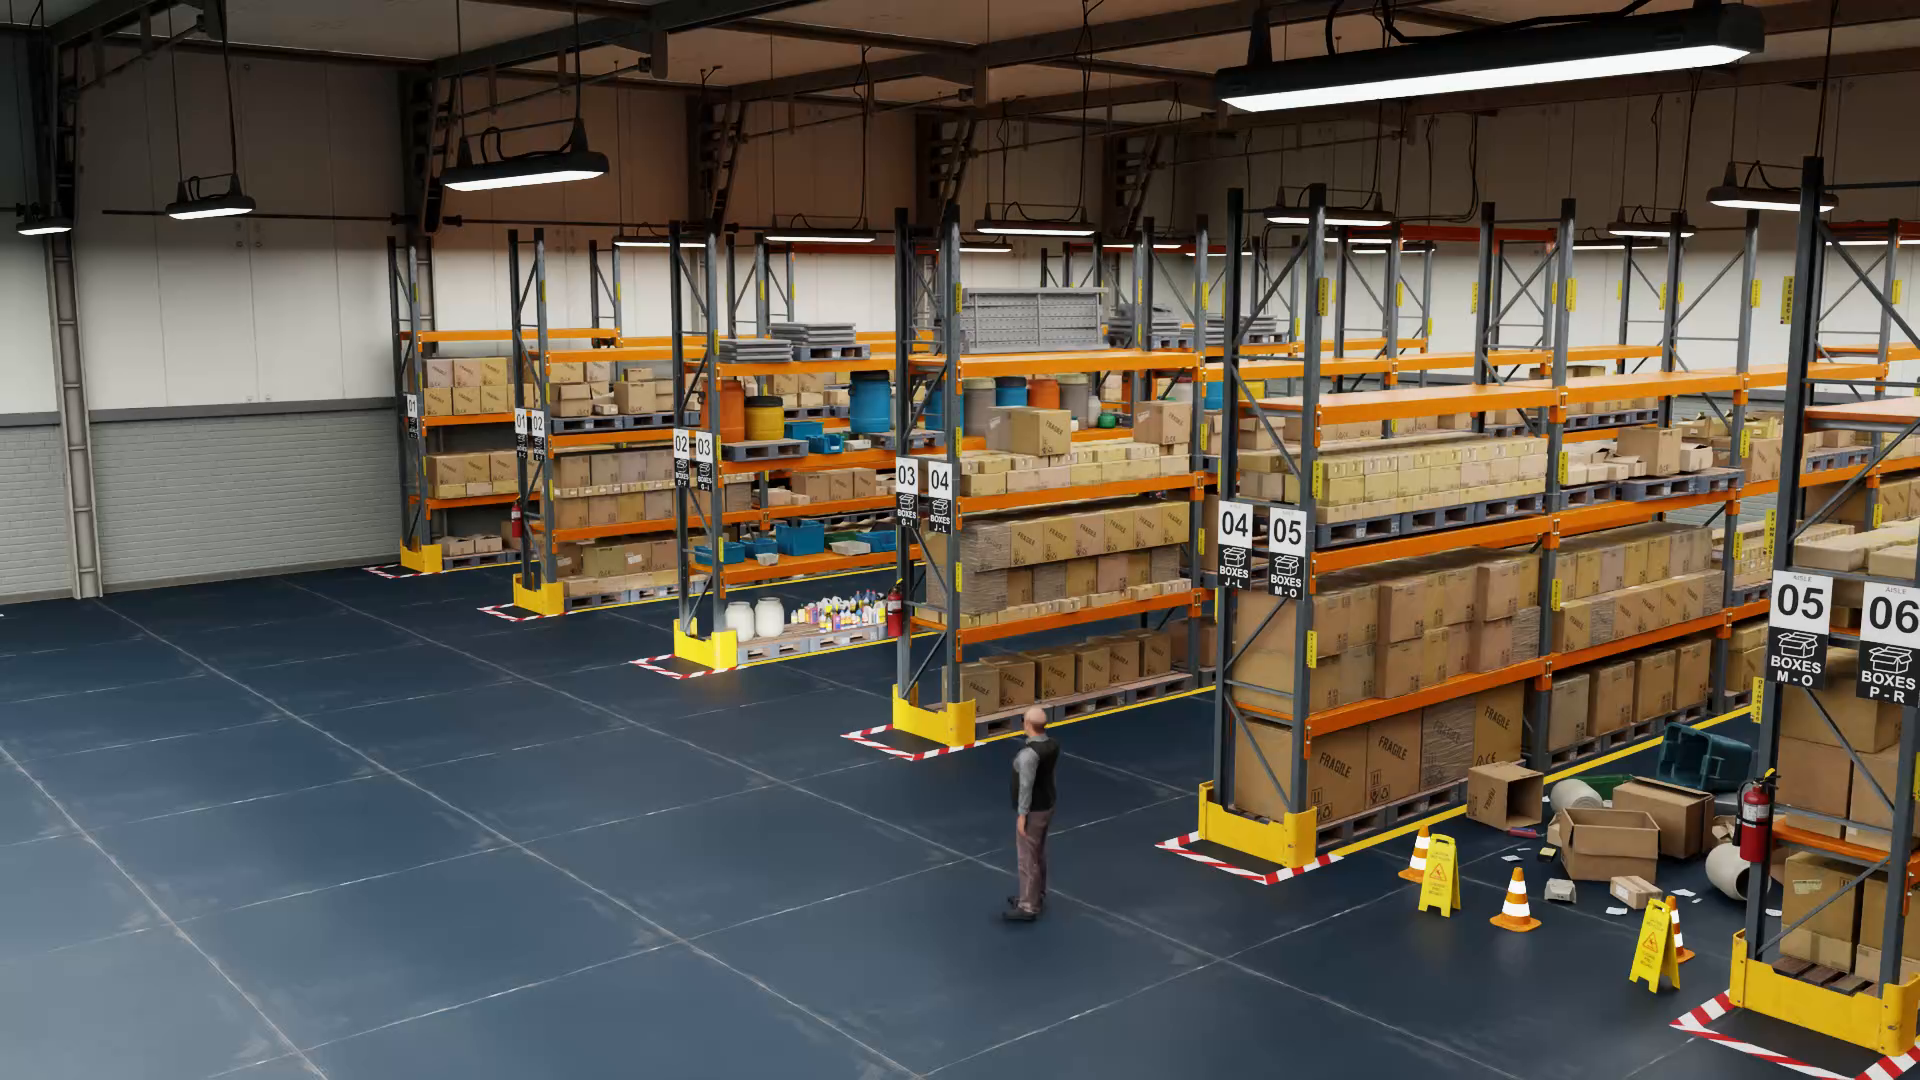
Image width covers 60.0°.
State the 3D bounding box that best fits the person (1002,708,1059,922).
[{"bbox_3d":[0.576,2.226,13.690,0.429,1.720,0.585,2,9,15],"label":"person"}]
